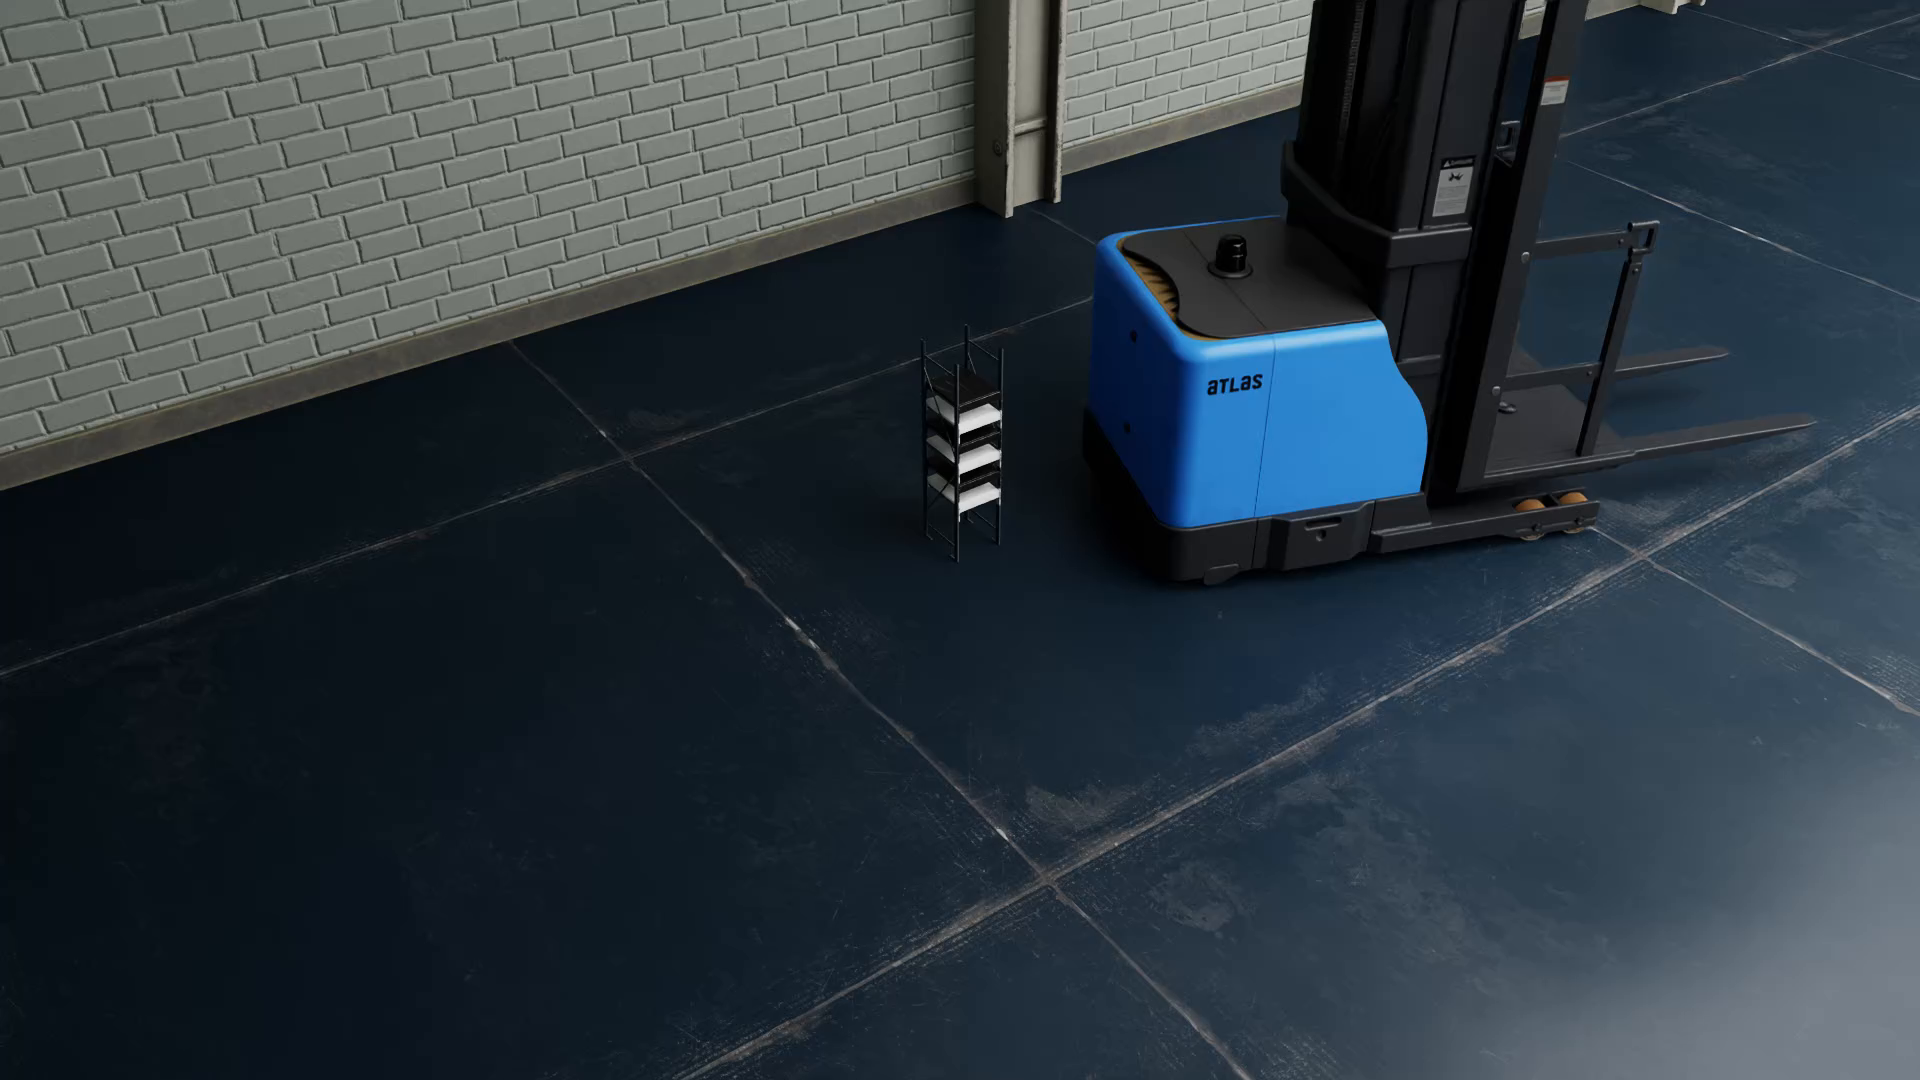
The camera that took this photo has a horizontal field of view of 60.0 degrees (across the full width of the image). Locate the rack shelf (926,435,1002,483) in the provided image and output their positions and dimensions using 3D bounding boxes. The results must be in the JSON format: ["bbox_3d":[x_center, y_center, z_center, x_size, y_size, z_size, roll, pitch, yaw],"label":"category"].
[{"bbox_3d":[0.007,-0.341,6.511,0.200,0.077,0.258,-22,41,-28],"label":"rack shelf"}]

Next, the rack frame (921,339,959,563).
[{"bbox_3d":[-0.076,-0.334,6.443,0.006,0.900,0.240,-22,41,-28],"label":"rack frame"}]

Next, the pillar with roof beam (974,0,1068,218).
[{"bbox_3d":[2.805,-3.528,3.948,0.400,9.000,9.100,-22,41,-28],"label":"pillar with roof beam"}]

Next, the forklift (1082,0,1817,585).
[{"bbox_3d":[2.099,-1.478,6.294,3.031,2.935,1.130,-9,37,-12],"label":"forklift"}]

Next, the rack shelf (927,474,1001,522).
[{"bbox_3d":[0.007,-0.195,6.616,0.200,0.077,0.258,-22,41,-28],"label":"rack shelf"}]

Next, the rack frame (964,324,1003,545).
[{"bbox_3d":[0.090,-0.402,6.539,0.006,0.900,0.240,-22,41,-28],"label":"rack frame"}]

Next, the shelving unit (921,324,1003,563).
[{"bbox_3d":[0.007,-0.368,6.491,0.210,0.900,0.258,-22,41,-28],"label":"shelving unit"}]

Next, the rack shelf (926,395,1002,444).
[{"bbox_3d":[0.007,-0.487,6.405,0.200,0.077,0.258,-22,41,-28],"label":"rack shelf"}]

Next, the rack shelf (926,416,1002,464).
[{"bbox_3d":[0.007,-0.414,6.458,0.200,0.077,0.258,-22,41,-28],"label":"rack shelf"}]

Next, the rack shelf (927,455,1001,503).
[{"bbox_3d":[0.007,-0.268,6.563,0.200,0.077,0.258,-22,41,-28],"label":"rack shelf"}]

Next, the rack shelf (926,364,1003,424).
[{"bbox_3d":[0.007,-0.560,6.353,0.200,0.077,0.258,-22,41,-28],"label":"rack shelf"}]
